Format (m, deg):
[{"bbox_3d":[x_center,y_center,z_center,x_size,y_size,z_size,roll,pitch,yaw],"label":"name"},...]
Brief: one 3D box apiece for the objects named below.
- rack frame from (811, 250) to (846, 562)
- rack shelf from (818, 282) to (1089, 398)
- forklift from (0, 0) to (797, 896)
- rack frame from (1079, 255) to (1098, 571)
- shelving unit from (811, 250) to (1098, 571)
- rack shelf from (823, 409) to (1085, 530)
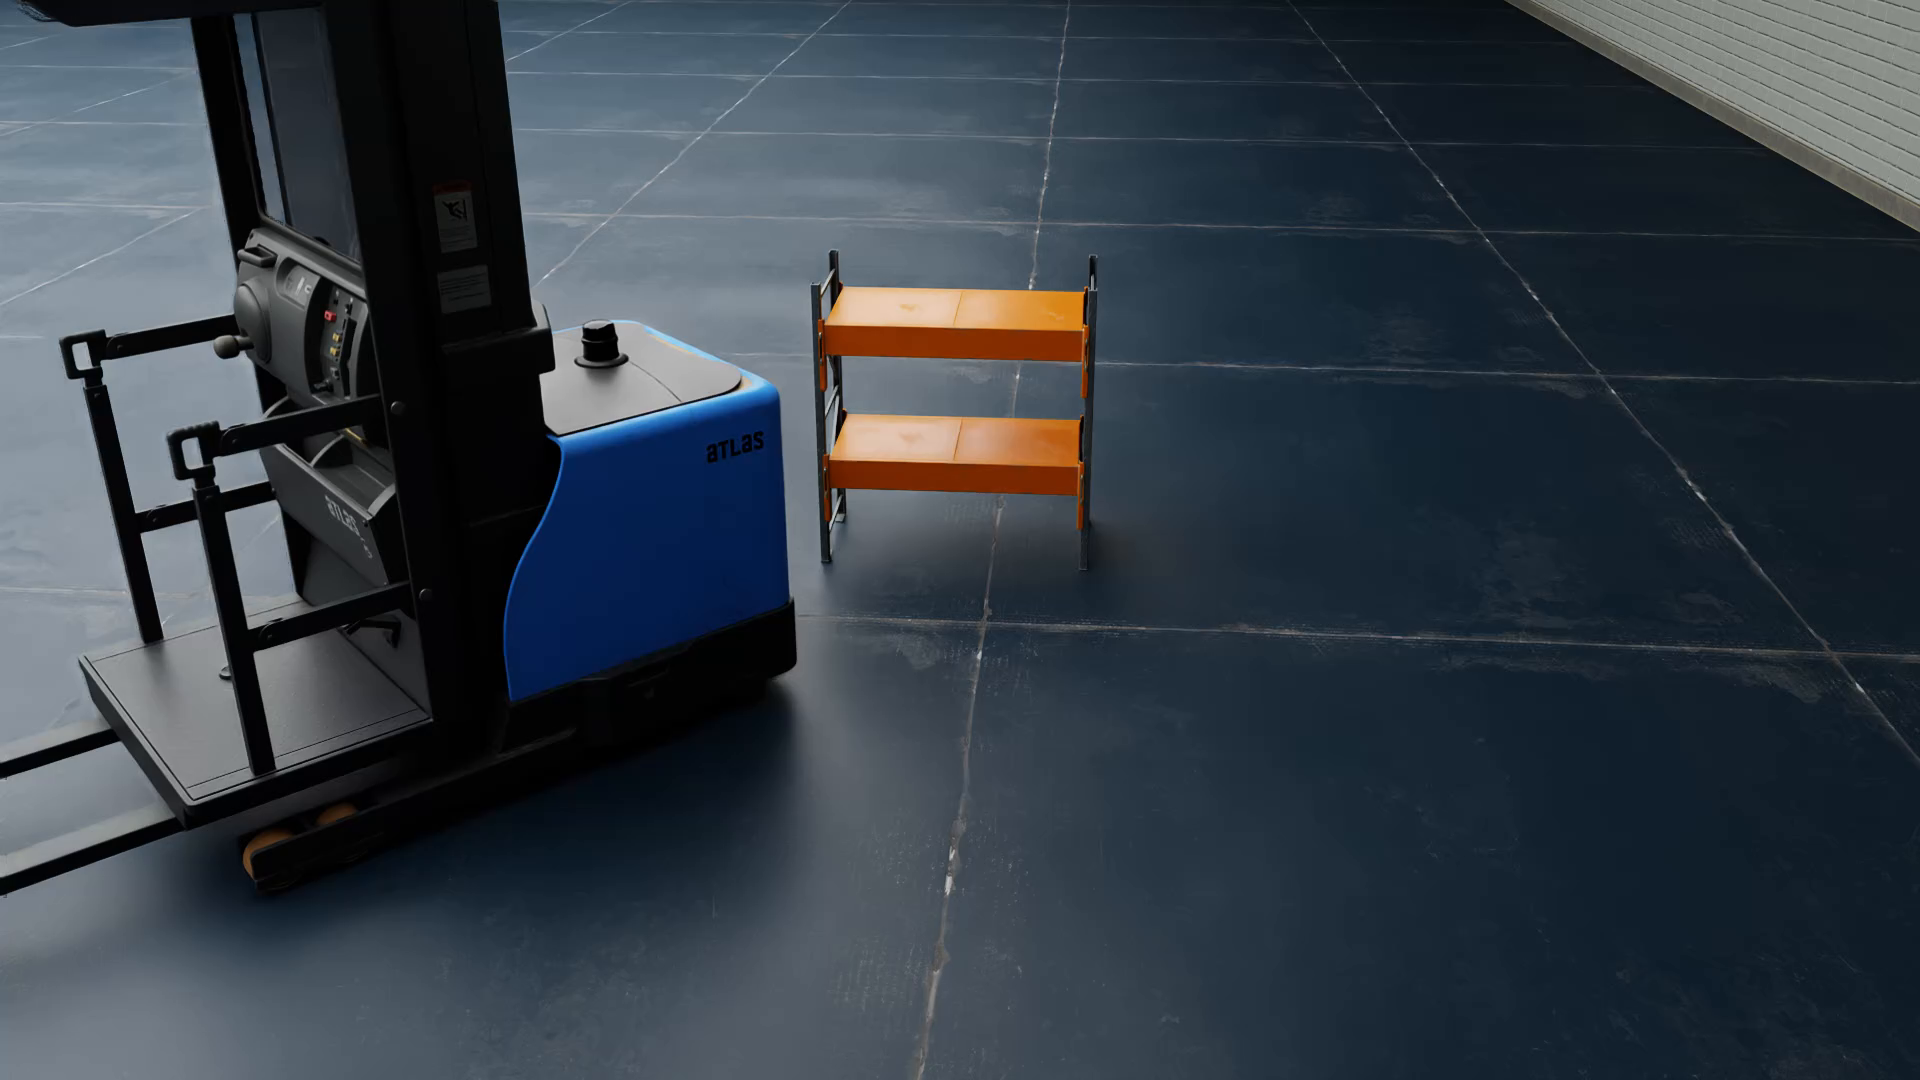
[{"bbox_3d":[-0.514,-0.527,6.551,0.032,1.125,0.500,2,25,4],"label":"rack frame"},{"bbox_3d":[-0.007,-0.777,6.393,1.000,0.278,0.538,2,25,4],"label":"rack shelf"},{"bbox_3d":[-2.010,-0.606,4.561,3.031,2.935,1.130,-19,31,-36],"label":"forklift"},{"bbox_3d":[0.500,-0.495,6.480,0.032,1.125,0.500,2,25,4],"label":"rack frame"},{"bbox_3d":[-0.007,-0.511,6.515,1.048,1.125,0.538,2,25,4],"label":"shelving unit"},{"bbox_3d":[-0.007,-0.289,6.618,1.000,0.278,0.538,2,25,4],"label":"rack shelf"}]
